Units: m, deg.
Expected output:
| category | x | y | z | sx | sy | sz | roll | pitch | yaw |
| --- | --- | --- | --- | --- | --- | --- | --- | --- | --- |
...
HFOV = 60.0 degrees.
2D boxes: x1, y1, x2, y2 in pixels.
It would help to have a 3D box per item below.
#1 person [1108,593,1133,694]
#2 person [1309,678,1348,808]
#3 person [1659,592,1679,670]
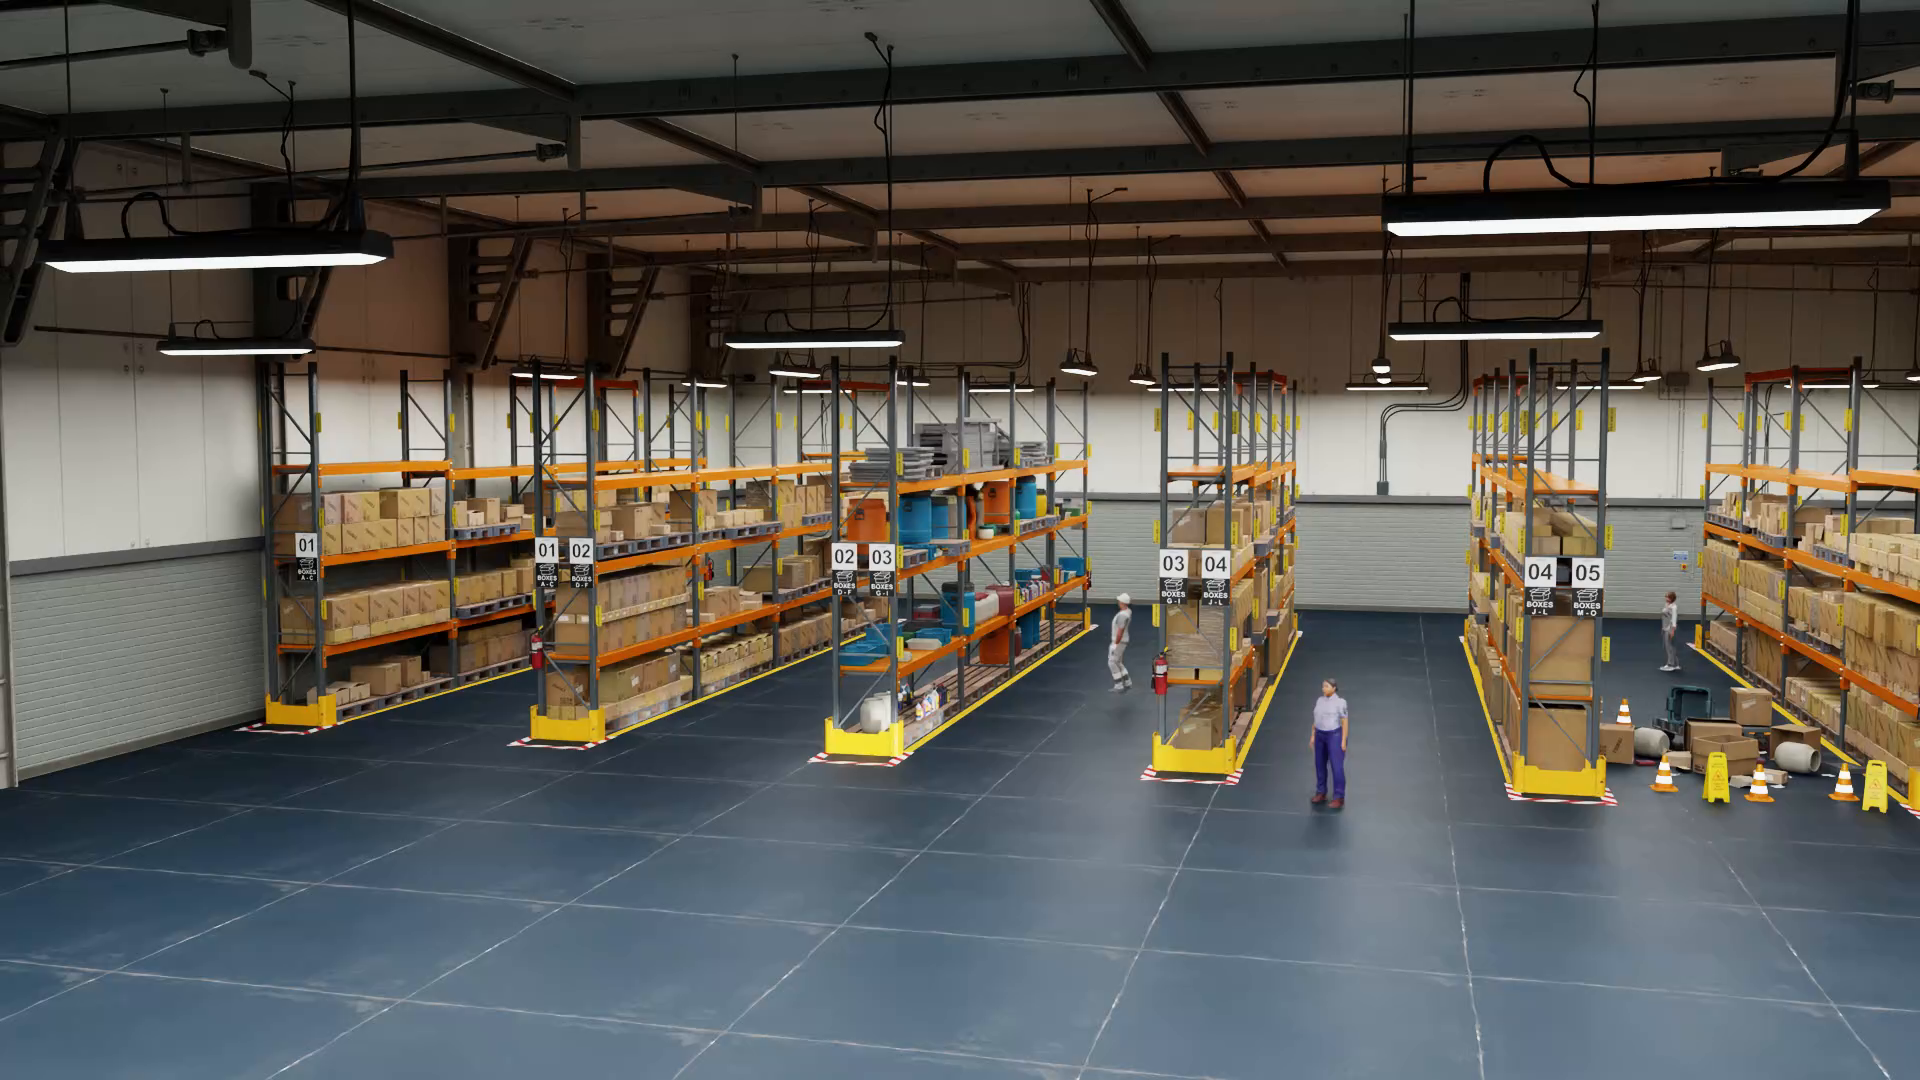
| category | x | y | z | sx | sy | sz | roll | pitch | yaw |
| --- | --- | --- | --- | --- | --- | --- | --- | --- | --- |
| person | 2.823 | 1.837 | 29.208 | 0.475 | 1.827 | 0.648 | 0 | 4 | 2 |
| person | 4.840 | 2.644 | 21.887 | 0.386 | 1.666 | 0.506 | -3 | 5 | -38 |
| person | 14.385 | 1.843 | 33.683 | 0.364 | 1.577 | 0.457 | 2 | 4 | 26 |
